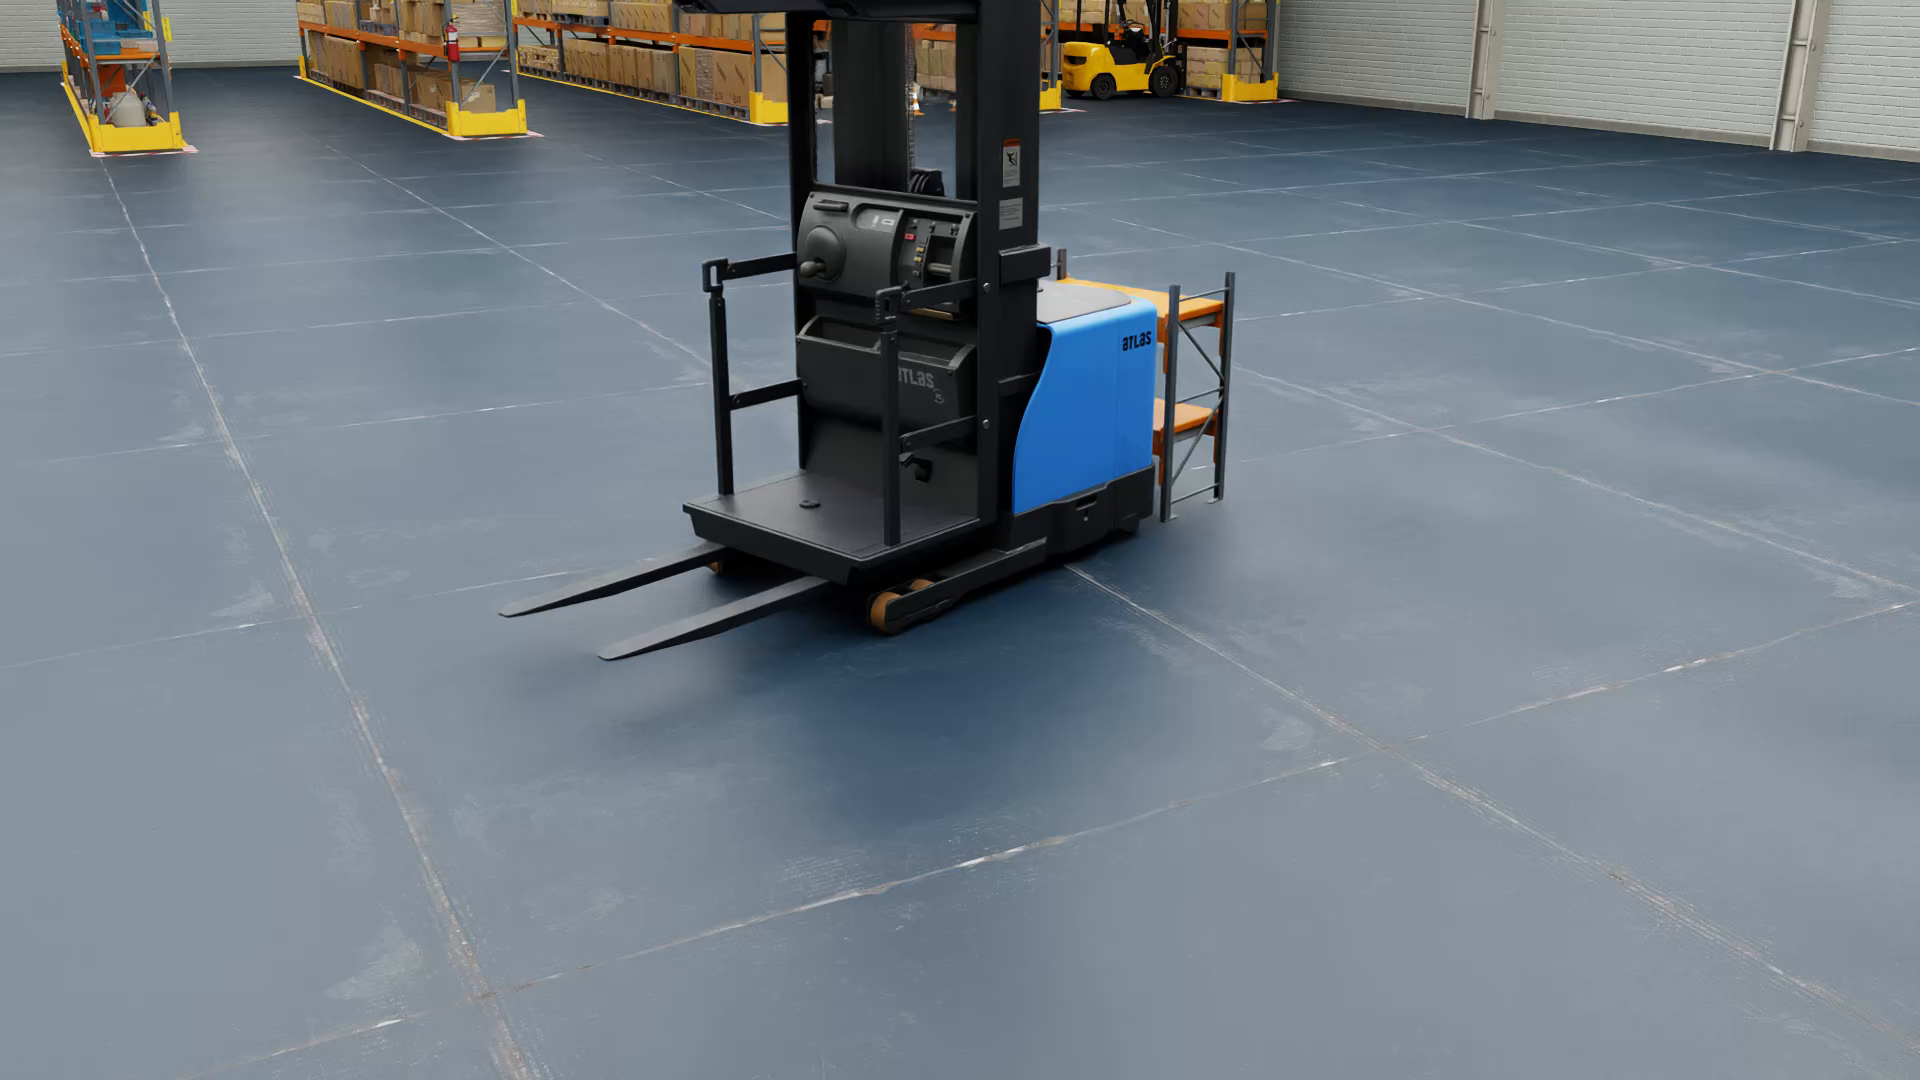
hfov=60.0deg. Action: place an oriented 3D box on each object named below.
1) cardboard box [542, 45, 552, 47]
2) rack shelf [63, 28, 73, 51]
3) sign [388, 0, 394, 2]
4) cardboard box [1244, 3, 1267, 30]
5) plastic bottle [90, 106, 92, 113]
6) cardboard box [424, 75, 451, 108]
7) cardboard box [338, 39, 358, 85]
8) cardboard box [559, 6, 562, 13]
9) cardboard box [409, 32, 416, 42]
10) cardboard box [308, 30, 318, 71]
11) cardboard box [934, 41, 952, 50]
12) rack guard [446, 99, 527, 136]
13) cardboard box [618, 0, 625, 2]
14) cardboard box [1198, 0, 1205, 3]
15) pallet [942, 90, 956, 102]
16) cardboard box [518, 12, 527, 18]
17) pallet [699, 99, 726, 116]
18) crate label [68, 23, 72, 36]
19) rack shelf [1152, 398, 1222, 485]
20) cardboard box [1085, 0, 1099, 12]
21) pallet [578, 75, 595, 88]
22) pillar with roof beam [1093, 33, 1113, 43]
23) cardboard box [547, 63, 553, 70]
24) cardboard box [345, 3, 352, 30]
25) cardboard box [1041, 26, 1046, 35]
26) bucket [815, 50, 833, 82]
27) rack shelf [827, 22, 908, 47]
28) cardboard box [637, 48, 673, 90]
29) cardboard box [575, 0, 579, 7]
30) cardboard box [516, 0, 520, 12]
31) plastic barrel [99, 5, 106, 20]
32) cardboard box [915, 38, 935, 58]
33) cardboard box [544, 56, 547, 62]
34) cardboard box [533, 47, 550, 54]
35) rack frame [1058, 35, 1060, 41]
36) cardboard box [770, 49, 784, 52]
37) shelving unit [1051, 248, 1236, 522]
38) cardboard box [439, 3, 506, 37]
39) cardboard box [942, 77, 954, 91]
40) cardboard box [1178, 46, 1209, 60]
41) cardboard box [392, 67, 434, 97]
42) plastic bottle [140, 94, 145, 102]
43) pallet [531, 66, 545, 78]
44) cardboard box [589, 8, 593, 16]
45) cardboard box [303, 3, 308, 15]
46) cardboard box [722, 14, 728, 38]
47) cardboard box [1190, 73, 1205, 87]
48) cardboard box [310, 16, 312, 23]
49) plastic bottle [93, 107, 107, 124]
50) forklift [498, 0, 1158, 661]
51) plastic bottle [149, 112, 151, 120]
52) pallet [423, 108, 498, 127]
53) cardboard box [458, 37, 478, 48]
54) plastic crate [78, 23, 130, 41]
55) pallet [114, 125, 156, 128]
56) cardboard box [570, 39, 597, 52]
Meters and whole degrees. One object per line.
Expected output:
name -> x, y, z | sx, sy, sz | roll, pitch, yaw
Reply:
cardboard box -> -10.036, -12.071, 40.829 | 0.380, 0.149, 0.250 | -10, 21, -26
rack shelf -> -16.502, -9.564, 31.851 | 1.077, 0.370, 4.000 | -10, 21, -27
sign -> -9.781, -9.409, 28.525 | 0.100, 0.325, 0.005 | -10, 21, -27
cardboard box -> 5.703, -10.338, 32.838 | 0.500, 0.500, 0.500 | -9, 21, -25
plastic bottle -> -13.839, -6.878, 26.581 | 0.097, 0.201, 0.097 | 0, 19, 0
cardboard box -> -8.860, -7.681, 28.481 | 0.500, 0.500, 0.500 | -3, 19, -9
cardboard box -> -11.919, -9.749, 33.900 | 1.225, 0.875, 0.875 | -10, 21, -26
cardboard box -> -8.645, -11.729, 36.764 | 0.380, 0.149, 0.250 | -10, 21, -26
cardboard box -> -8.996, -8.432, 27.853 | 0.380, 0.149, 0.250 | -10, 21, -27
cardboard box -> -14.618, -11.416, 38.730 | 0.875, 0.875, 0.875 | -10, 21, -27
cardboard box -> -0.278, -9.640, 32.396 | 0.380, 0.149, 0.250 | -9, 21, -25
rack guard -> -7.430, -6.640, 26.109 | 1.175, 0.500, 0.348 | -10, 21, -27
cardboard box -> -6.576, -11.225, 33.878 | 0.700, 0.500, 0.500 | -10, 21, -27
cardboard box -> 4.958, -10.741, 33.012 | 0.380, 0.149, 0.250 | -10, 21, -27
pallet -> 0.361, -8.627, 32.310 | 1.003, 0.211, 1.213 | -10, 21, -27
cardboard box -> -10.476, -12.718, 40.275 | 0.380, 0.149, 0.250 | -11, 22, -28
pallet -> -4.005, -7.788, 29.879 | 1.003, 0.211, 1.213 | -10, 21, -27
crate label -> -15.682, -9.071, 29.579 | 0.303, 0.233, 0.416 | -10, 21, -27
rack shelf -> 0.748, -0.560, 8.278 | 1.000, 0.278, 0.538 | 16, 25, 39
cardboard box -> 3.085, -11.667, 36.307 | 0.500, 0.250, 0.500 | -11, 22, -28
pallet -> -7.725, -10.092, 36.555 | 1.003, 0.211, 1.213 | -10, 21, -27
pillar with roof beam -> -0.482, -14.336, 35.382 | 9.100, 9.000, 0.400 | -10, 21, -27
cardboard box -> -9.398, -11.048, 38.778 | 0.380, 0.149, 0.250 | -11, 22, -28
cardboard box -> -11.877, -10.391, 32.994 | 0.500, 0.500, 0.500 | -10, 22, -27
cardboard box -> 1.348, -9.346, 30.503 | 0.380, 0.149, 0.250 | -10, 21, -26
bucket -> -2.787, -9.177, 32.316 | 0.726, 0.611, 0.620 | -3, 9, -8
rack shelf -> -1.522, -10.718, 35.195 | 1.077, 0.370, 4.000 | -10, 21, -27
cardboard box -> -5.709, -9.265, 32.687 | 1.050, 0.750, 0.750 | -10, 21, -27
cardboard box -> -8.030, -11.498, 35.638 | 0.380, 0.149, 0.250 | -9, 21, -25
cardboard box -> -10.609, -13.149, 40.529 | 0.500, 0.500, 0.500 | -9, 21, -24
plastic barrel -> -15.065, -9.308, 29.798 | 0.600, 0.536, 0.708 | -10, 21, -27
cardboard box -> -0.832, -12.975, 43.824 | 0.700, 0.500, 0.500 | -11, 22, -29
cardboard box -> -9.562, -11.324, 39.121 | 0.380, 0.149, 0.250 | -9, 21, -25
cardboard box -> -9.987, -11.687, 39.716 | 0.380, 0.149, 0.250 | -10, 21, -26
rack frame -> 1.895, -12.402, 38.973 | 1.000, 3.000, 0.127 | -10, 21, -27
cardboard box -> -4.006, -11.809, 39.868 | 0.875, 0.875, 0.875 | -9, 21, -25
shelving unit -> 0.748, -0.791, 8.199 | 1.048, 1.125, 0.538 | 16, 25, 39
cardboard box -> -7.631, -8.150, 26.043 | 0.875, 0.500, 0.500 | -10, 21, -27
cardboard box -> -0.012, -8.868, 32.303 | 0.500, 0.250, 0.500 | -10, 22, -27
cardboard box -> 4.704, -9.849, 33.615 | 0.500, 0.250, 0.500 | -10, 21, -26
cardboard box -> -10.042, -8.455, 30.693 | 0.700, 0.500, 0.500 | -12, 22, -31
plastic bottle -> -13.002, -6.942, 26.537 | 0.144, 0.351, 0.185 | -11, 22, -29
pallet -> -9.613, -11.204, 39.777 | 1.003, 0.211, 1.213 | -10, 21, -27
cardboard box -> -7.535, -11.058, 34.820 | 0.380, 0.149, 0.250 | -10, 21, -27
cardboard box -> -14.514, -11.990, 37.555 | 0.500, 0.250, 0.500 | -11, 22, -28
cardboard box -> -3.633, -9.045, 29.014 | 0.875, 0.550, 0.550 | -10, 21, -27
cardboard box -> 4.965, -9.234, 33.365 | 0.500, 0.250, 0.500 | -10, 21, -27
cardboard box -> -14.256, -11.605, 37.050 | 0.380, 0.149, 0.250 | -10, 21, -26
plastic bottle -> -13.107, -6.489, 25.340 | 0.152, 0.276, 0.135 | -10, 21, -26
forklift -> -0.454, -1.200, 6.615 | 1.130, 2.935, 3.031 | 16, 25, 39
plastic bottle -> -12.389, -6.517, 25.534 | 0.097, 0.201, 0.097 | 0, 19, 0
pallet -> -8.360, -7.092, 27.861 | 1.003, 0.211, 1.213 | -10, 21, -27
cardboard box -> -7.711, -7.731, 25.823 | 0.380, 0.149, 0.250 | -10, 21, -27
plastic crate -> -13.516, -7.982, 26.260 | 0.767, 0.338, 0.504 | -10, 21, -27
pallet -> -12.212, -5.963, 24.590 | 1.003, 0.211, 1.213 | -10, 21, -27
cardboard box -> -8.306, -10.950, 36.805 | 0.500, 0.250, 0.500 | -9, 21, -25
